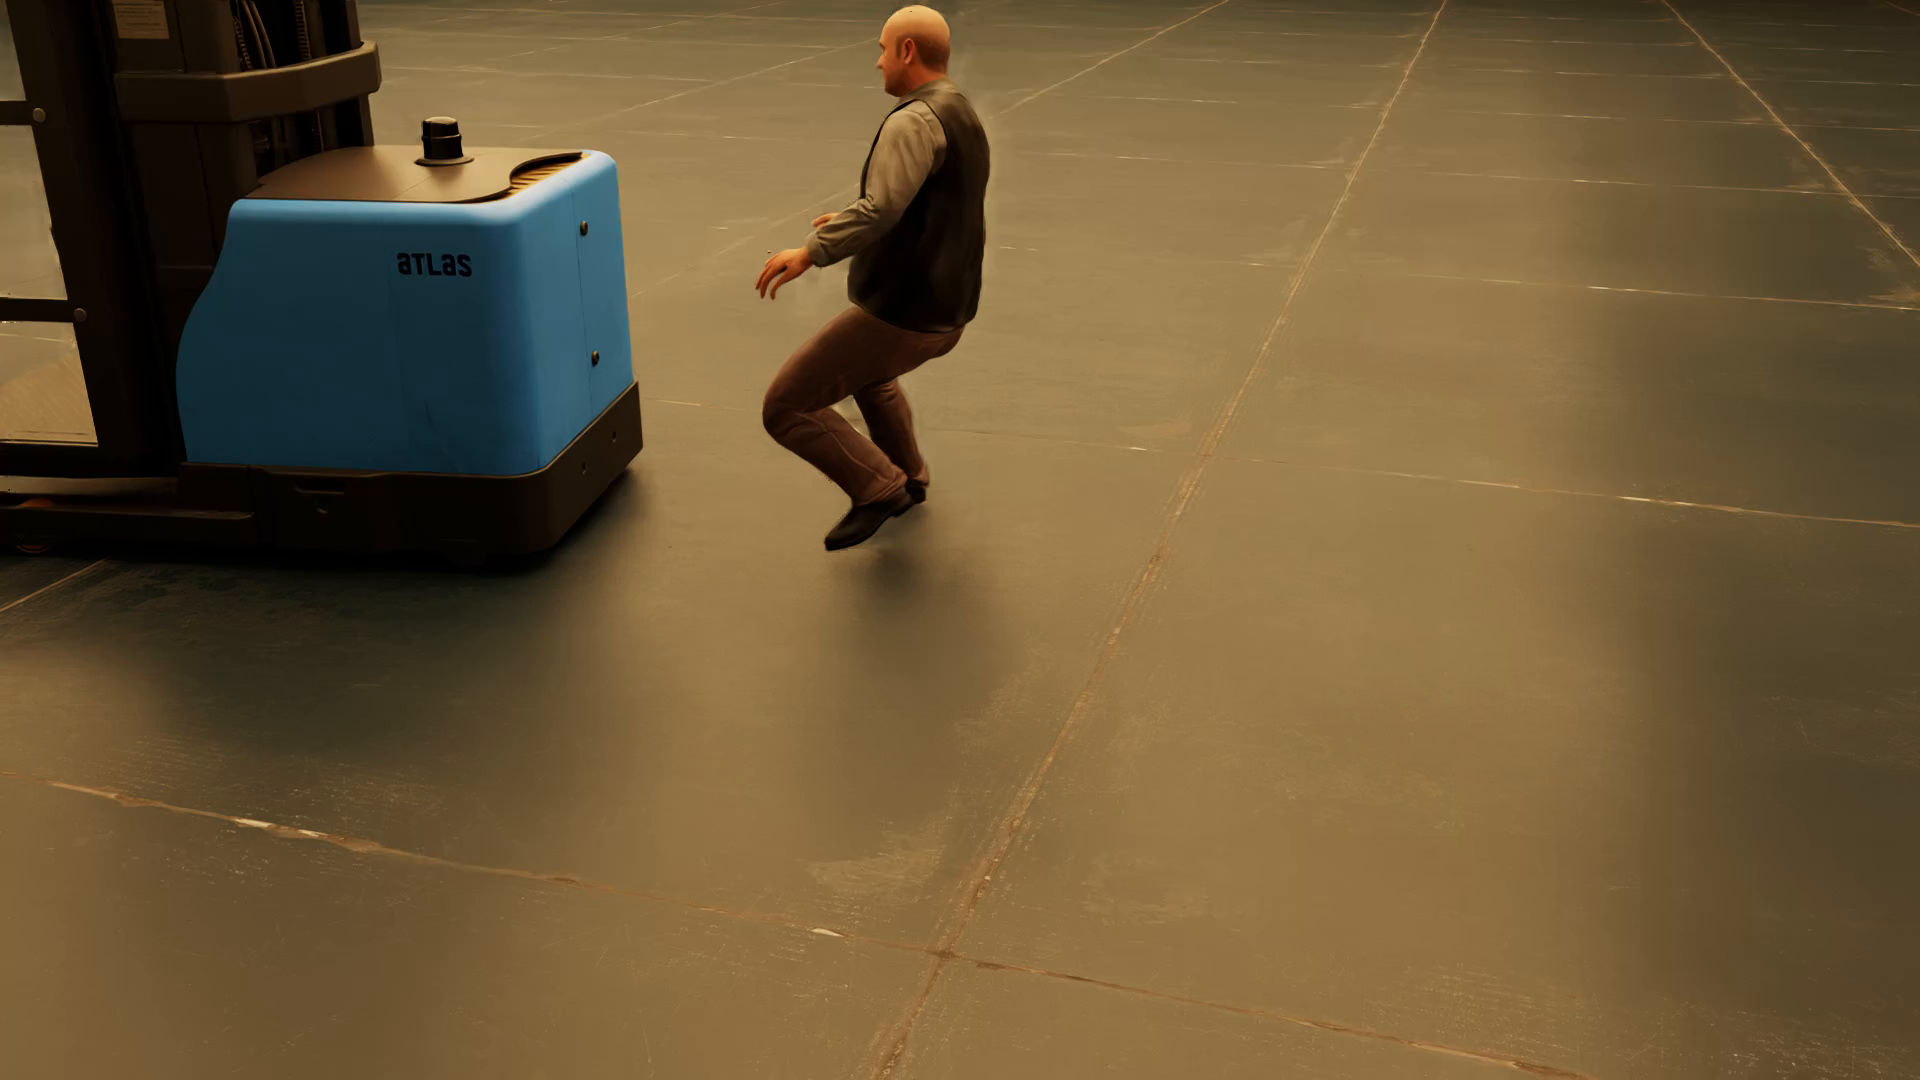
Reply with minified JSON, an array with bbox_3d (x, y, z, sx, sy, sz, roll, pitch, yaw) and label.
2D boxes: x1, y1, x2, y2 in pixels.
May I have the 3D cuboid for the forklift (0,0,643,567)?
[{"bbox_3d":[-2.641,-1.510,4.936,3.031,2.935,1.130,3,23,7],"label":"forklift"}]

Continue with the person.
[{"bbox_3d":[-0.255,-0.734,4.845,0.696,1.571,0.840,7,24,17],"label":"person"}]
